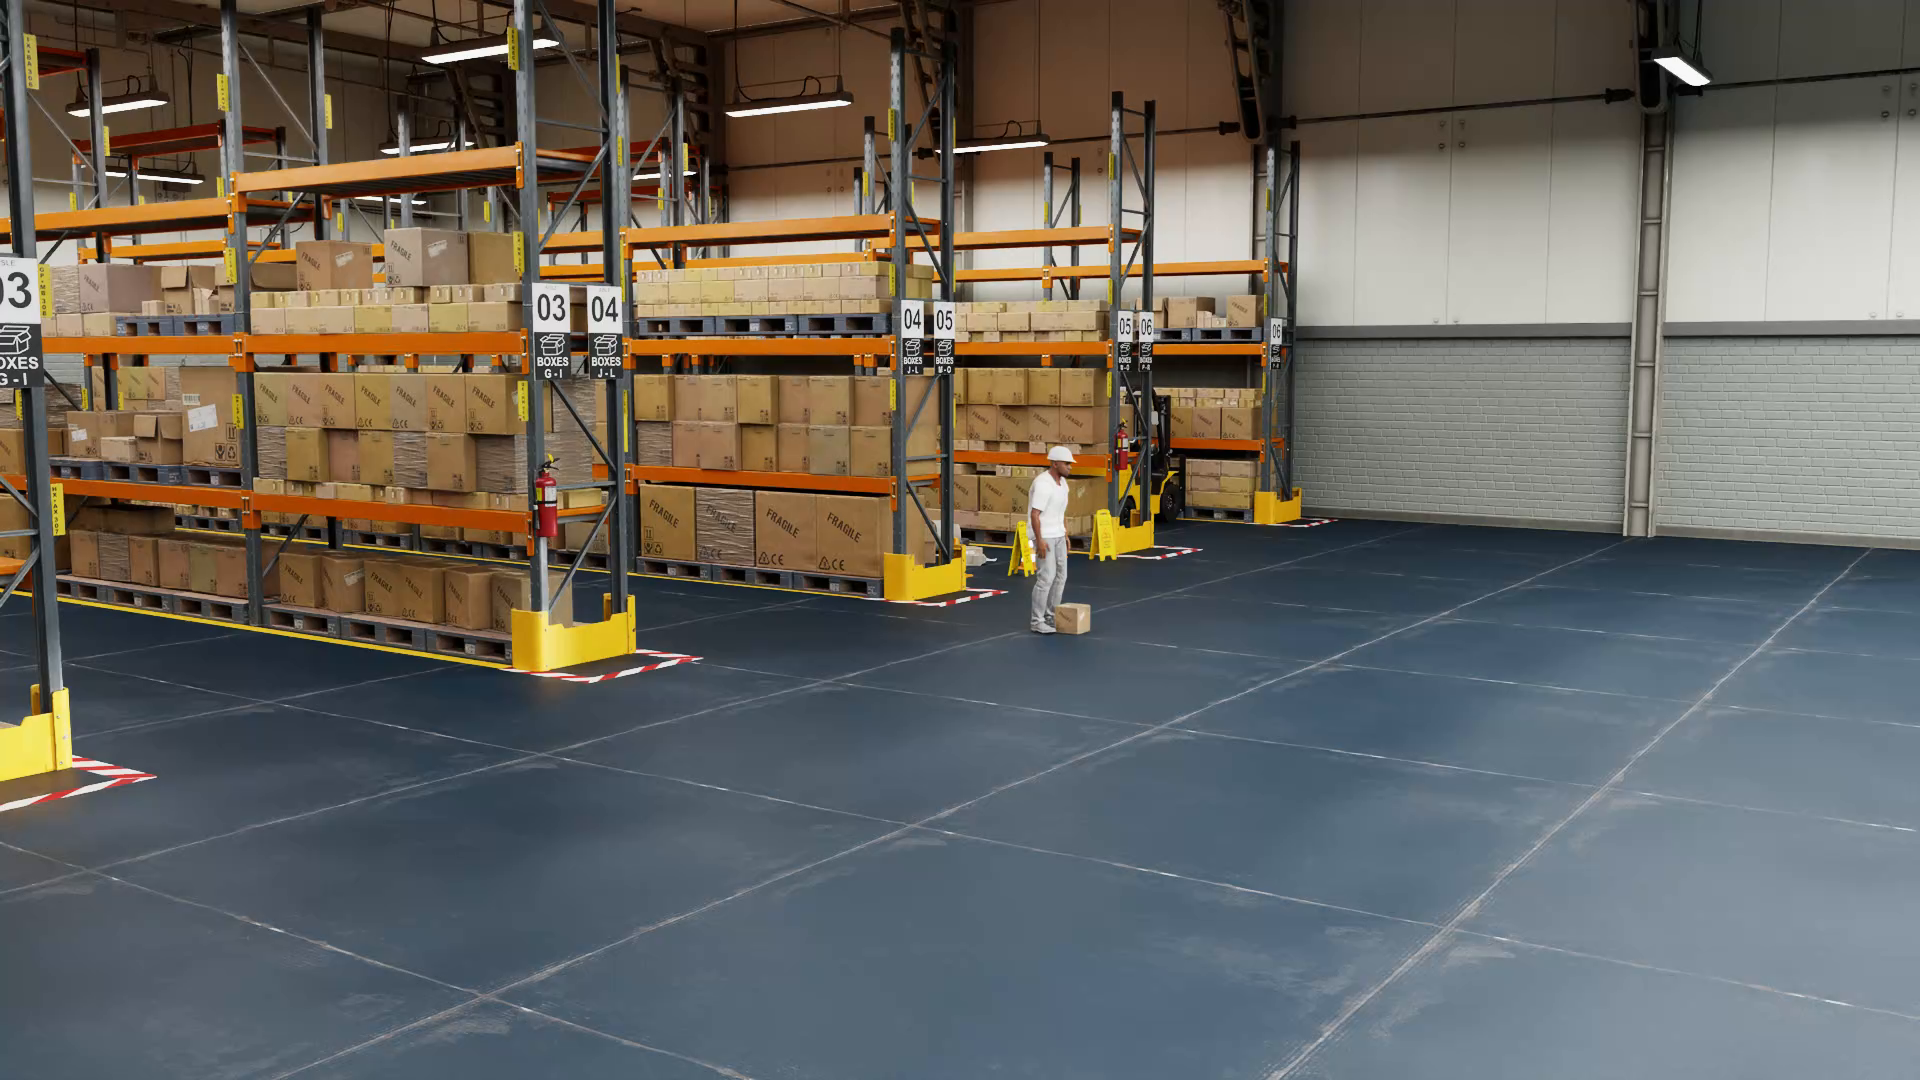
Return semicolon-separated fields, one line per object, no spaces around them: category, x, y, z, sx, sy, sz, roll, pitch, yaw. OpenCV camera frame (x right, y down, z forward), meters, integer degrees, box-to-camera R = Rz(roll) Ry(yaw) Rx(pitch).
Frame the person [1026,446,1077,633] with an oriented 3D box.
person;0.881;-0.015;15.846;0.460;1.759;0.634;4;7;30
